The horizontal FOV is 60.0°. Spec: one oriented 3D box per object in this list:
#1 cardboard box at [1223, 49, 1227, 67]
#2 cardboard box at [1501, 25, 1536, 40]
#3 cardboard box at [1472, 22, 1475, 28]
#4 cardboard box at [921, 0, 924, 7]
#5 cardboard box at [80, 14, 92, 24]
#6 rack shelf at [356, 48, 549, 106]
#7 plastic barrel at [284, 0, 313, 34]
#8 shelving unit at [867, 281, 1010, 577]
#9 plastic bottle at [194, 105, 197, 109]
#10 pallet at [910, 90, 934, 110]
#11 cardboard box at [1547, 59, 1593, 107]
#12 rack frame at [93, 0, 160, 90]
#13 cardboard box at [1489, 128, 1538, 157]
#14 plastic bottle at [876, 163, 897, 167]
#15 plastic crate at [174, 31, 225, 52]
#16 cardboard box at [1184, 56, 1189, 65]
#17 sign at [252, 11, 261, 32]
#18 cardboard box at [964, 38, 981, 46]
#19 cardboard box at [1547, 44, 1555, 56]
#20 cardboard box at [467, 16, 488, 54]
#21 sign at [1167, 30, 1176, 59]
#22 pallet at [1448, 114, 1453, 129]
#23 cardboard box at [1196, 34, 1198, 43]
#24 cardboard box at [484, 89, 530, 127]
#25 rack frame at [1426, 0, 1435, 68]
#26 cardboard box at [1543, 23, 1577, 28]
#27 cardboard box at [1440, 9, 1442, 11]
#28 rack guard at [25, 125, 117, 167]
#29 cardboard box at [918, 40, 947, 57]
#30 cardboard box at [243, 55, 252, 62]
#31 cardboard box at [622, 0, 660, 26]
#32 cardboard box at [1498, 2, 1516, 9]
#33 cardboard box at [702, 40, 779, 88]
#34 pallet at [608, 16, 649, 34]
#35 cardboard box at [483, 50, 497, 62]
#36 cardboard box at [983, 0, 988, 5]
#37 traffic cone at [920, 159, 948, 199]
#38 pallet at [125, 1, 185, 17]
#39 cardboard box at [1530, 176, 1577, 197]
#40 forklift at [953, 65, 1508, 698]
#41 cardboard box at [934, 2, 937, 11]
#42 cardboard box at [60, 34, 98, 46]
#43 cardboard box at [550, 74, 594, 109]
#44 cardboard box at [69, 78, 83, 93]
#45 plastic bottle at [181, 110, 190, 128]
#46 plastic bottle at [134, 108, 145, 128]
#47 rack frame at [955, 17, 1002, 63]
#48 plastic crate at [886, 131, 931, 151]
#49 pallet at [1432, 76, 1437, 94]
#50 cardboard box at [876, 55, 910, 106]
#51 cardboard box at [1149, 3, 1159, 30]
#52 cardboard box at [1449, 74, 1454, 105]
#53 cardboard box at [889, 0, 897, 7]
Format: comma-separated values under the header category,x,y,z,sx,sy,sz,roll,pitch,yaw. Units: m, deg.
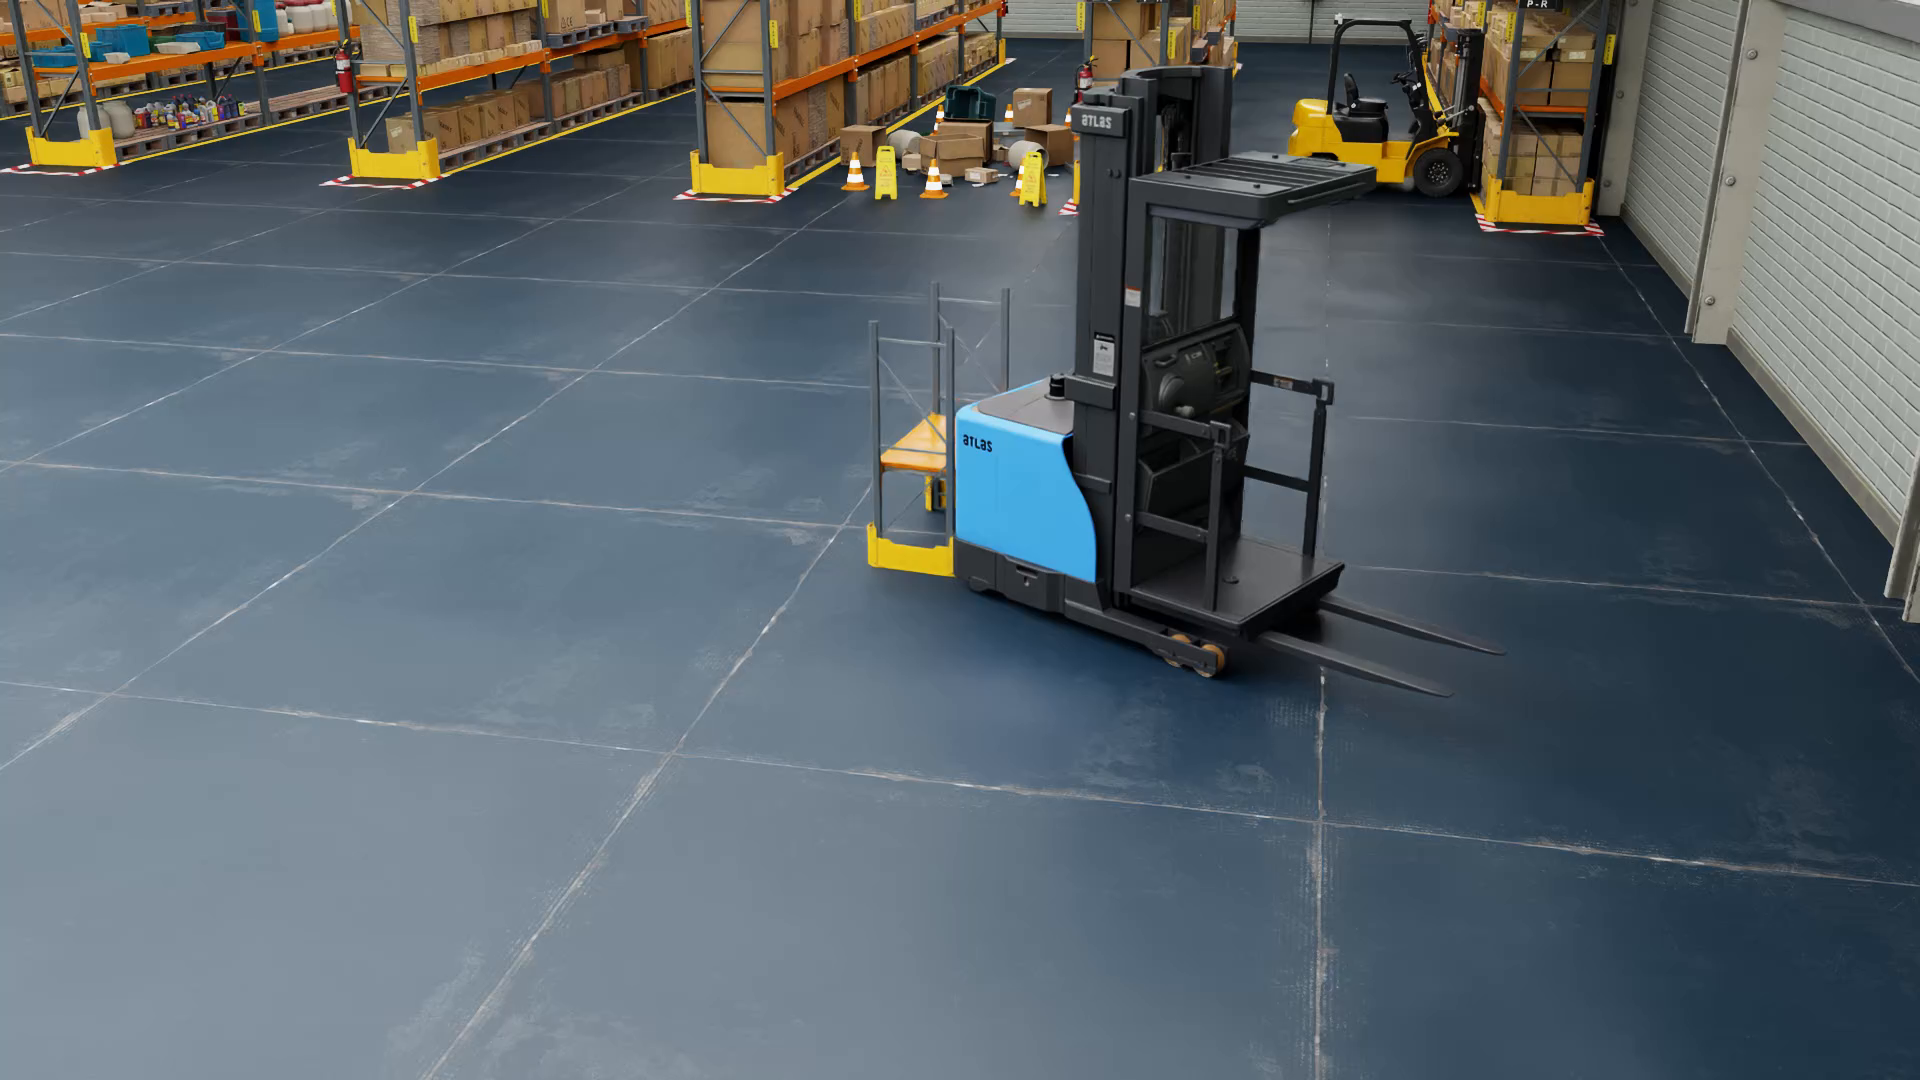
category,x,y,z,sx,sy,sz,roll,pitch,yaw
cardboard box,4.681,-9.195,32.037,0.875,0.438,0.875,4,22,10
cardboard box,6.841,-6.213,20.366,0.380,0.149,0.250,5,22,12
cardboard box,7.733,-7.401,24.247,0.500,0.250,0.500,5,22,12
cardboard box,-0.835,-9.420,29.103,0.380,0.149,0.250,4,22,9
cardboard box,-15.972,-9.429,30.087,0.380,0.149,0.250,6,23,15
rack shelf,-7.294,-6.732,24.016,1.077,0.370,4.000,4,22,11
plastic barrel,-11.175,-8.839,28.104,0.433,0.535,0.433,0,22,0
shelving unit,-0.102,-0.699,10.081,0.587,1.500,1.083,7,23,18
plastic bottle,-11.831,-6.621,25.827,0.061,0.283,0.133,4,22,11
pallet,-1.074,-7.837,29.530,1.003,0.211,1.213,4,22,11
cardboard box,7.232,-5.408,19.632,0.500,0.500,0.500,5,23,13
rack frame,-15.767,-10.016,31.209,1.000,3.000,0.127,4,22,11
cardboard box,6.648,-4.777,19.979,0.500,0.250,0.500,5,23,13
plastic bottle,-1.025,-5.252,23.312,0.283,0.061,0.133,-3,22,-8
plastic crate,-11.695,-7.680,25.607,0.499,0.251,0.616,4,22,11
cardboard box,3.004,-6.692,23.292,0.380,0.149,0.250,5,22,12
sign,-11.199,-8.257,26.470,0.100,0.325,0.005,4,22,11
cardboard box,0.224,-10.234,34.206,0.380,0.149,0.250,4,22,9
cardboard box,7.229,-5.840,19.838,0.380,0.149,0.250,4,22,10
cardboard box,-7.321,-7.271,23.860,0.875,0.500,0.500,4,22,11
sign,2.530,-5.939,19.926,0.100,0.325,0.005,4,22,11
pallet,8.285,-6.536,26.299,1.003,0.211,1.213,4,22,11
cardboard box,3.297,-7.388,24.458,0.380,0.149,0.250,5,22,12
cardboard box,-7.007,-6.689,25.731,0.500,0.500,0.500,4,22,9
rack frame,10.124,-11.053,33.783,1.000,3.000,0.127,4,22,11
cardboard box,7.480,-6.357,20.722,0.380,0.149,0.250,5,22,11
cardboard box,9.292,-9.993,31.486,0.380,0.149,0.250,4,22,10
rack guard,-12.582,-5.583,23.548,1.175,0.500,0.348,4,22,11
cardboard box,-0.535,-9.018,30.509,0.500,0.250,0.500,3,22,9
cardboard box,-14.880,-10.141,34.276,0.500,0.500,0.500,5,22,11
cardboard box,-5.704,-9.463,29.701,0.500,0.500,0.500,5,22,12
cardboard box,8.623,-8.340,26.045,0.380,0.149,0.250,5,23,13
cardboard box,-2.836,-6.128,21.353,0.875,0.550,0.550,4,22,11
pallet,-6.111,-8.902,28.699,1.213,0.211,1.003,4,22,11
cardboard box,-6.963,-7.032,24.135,0.380,0.149,0.250,4,22,11
cardboard box,0.372,-11.143,34.343,0.380,0.149,0.250,3,22,9
traffic cone,-0.332,-4.618,21.200,0.336,0.463,0.334,4,22,11
pallet,-15.697,-10.181,31.873,1.213,0.211,1.003,4,22,11
cardboard box,7.151,-4.286,20.098,0.500,0.250,0.500,5,22,11
forklift,1.402,-0.873,8.597,3.031,2.935,1.130,18,28,38
cardboard box,-0.623,-9.651,30.077,0.380,0.149,0.250,4,22,9
cardboard box,-19.548,-11.156,36.823,0.700,0.500,0.500,5,22,12
cardboard box,-6.510,-7.442,27.574,0.700,0.500,0.500,3,22,6
cardboard box,-15.945,-8.164,29.728,0.500,0.250,0.500,5,22,12
plastic bottle,-11.806,-6.415,25.329,0.097,0.271,0.097,0,22,0
plastic bottle,-12.527,-6.447,25.404,0.152,0.276,0.135,5,22,11
rack frame,0.397,-11.770,35.564,1.000,3.000,0.127,4,22,11
plastic crate,-0.804,-5.941,24.776,0.450,0.188,0.662,7,21,42
pallet,9.449,-8.548,31.295,1.003,0.211,1.213,4,22,11
cardboard box,-1.447,-7.780,28.106,1.050,0.750,0.750,4,22,10
cardboard box,2.241,-6.981,21.801,0.700,0.500,0.500,4,22,11
cardboard box,8.480,-7.516,27.784,0.500,0.500,0.500,4,22,10
cardboard box,-1.438,-9.006,27.229,0.700,0.500,0.500,4,22,10
